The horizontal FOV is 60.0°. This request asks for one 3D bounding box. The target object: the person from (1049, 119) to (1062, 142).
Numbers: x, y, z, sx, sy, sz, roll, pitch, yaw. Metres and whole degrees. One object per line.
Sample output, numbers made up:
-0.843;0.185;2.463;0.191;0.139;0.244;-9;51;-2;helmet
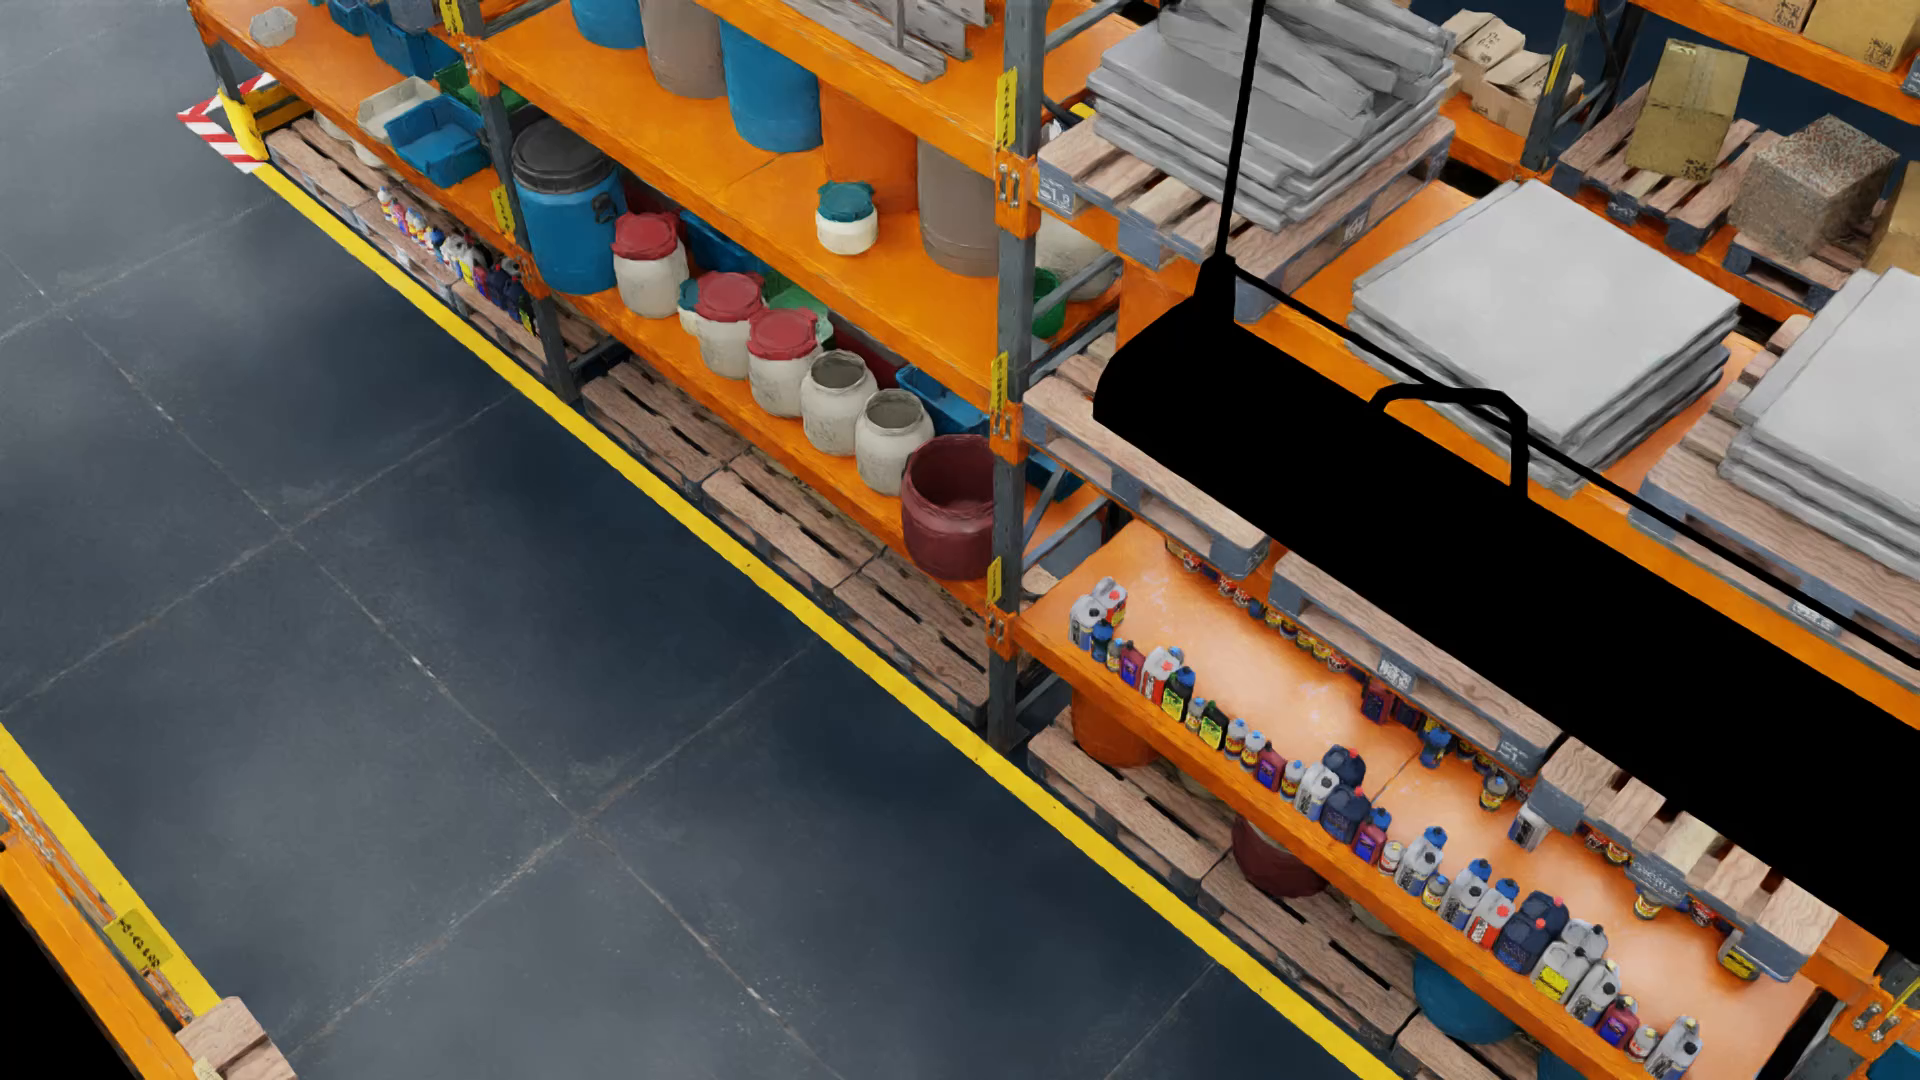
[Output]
0.517;-2.351;11.283;0.996;1.622;0.443;29;56;22;person
